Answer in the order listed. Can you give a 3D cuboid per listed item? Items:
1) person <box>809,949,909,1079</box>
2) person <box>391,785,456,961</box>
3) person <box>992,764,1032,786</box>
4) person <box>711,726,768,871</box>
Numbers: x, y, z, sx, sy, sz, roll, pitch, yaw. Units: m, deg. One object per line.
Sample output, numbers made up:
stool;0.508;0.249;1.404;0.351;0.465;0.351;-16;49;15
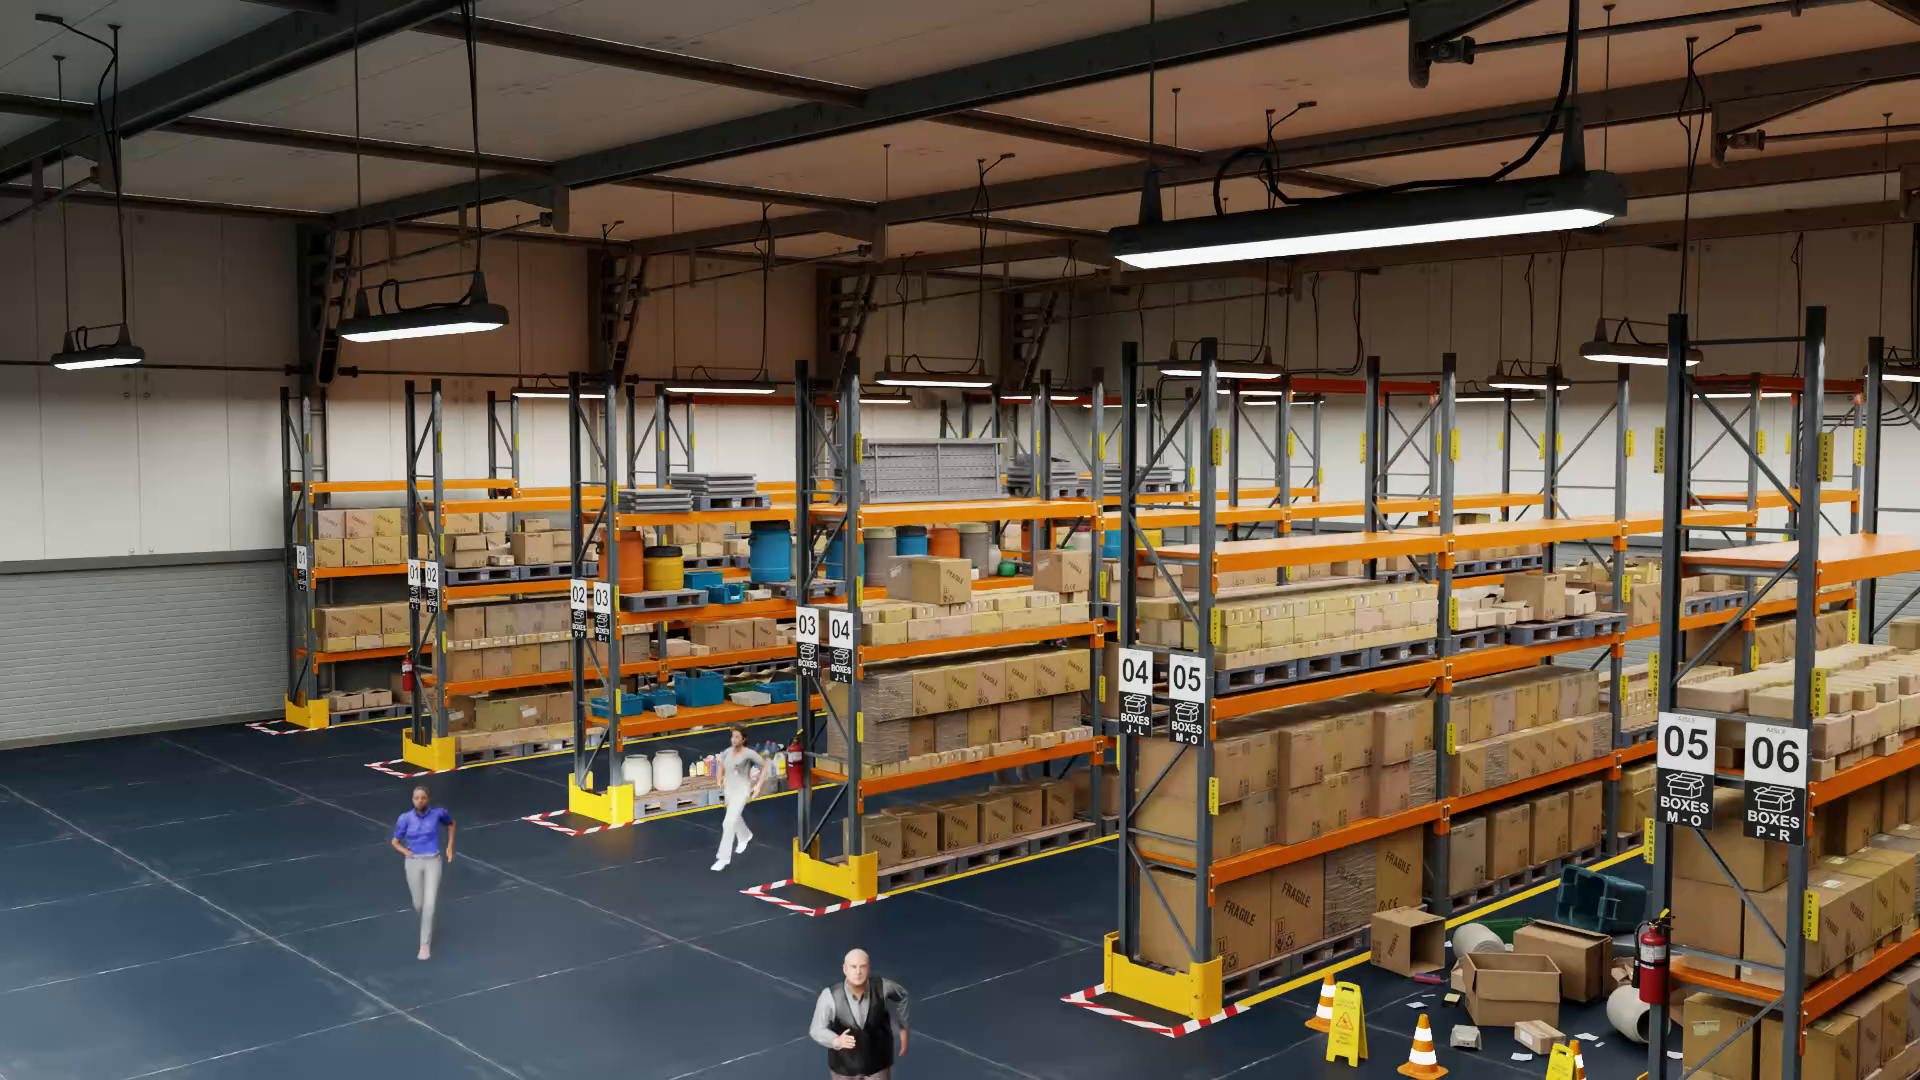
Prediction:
person;-0.676;3.596;11.234;0.678;1.762;0.852;0;4;-5
person;-5.376;3.301;16.693;0.608;1.688;0.894;-1;4;-15
person;0.744;2.823;22.909;0.629;1.813;0.735;3;5;43
person;-2.615;3.054;19.929;0.618;1.678;0.908;2;4;31
